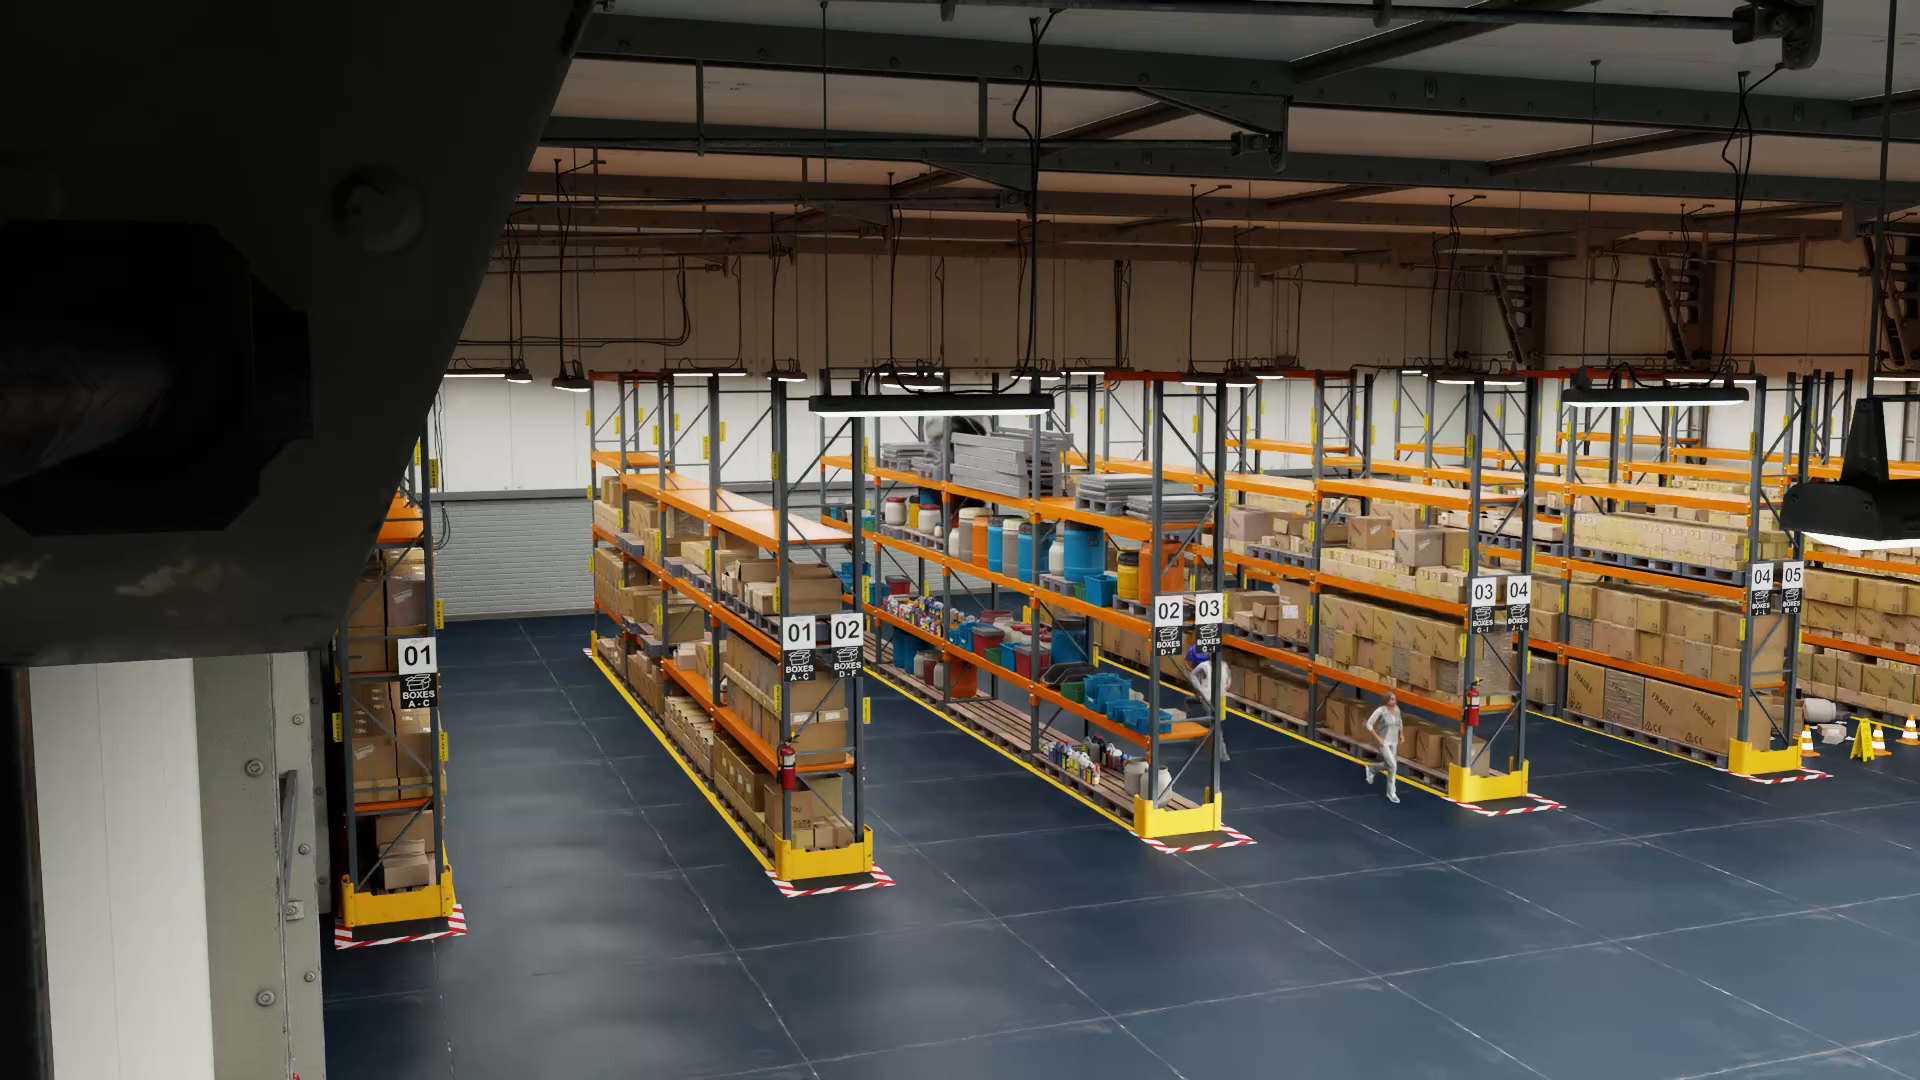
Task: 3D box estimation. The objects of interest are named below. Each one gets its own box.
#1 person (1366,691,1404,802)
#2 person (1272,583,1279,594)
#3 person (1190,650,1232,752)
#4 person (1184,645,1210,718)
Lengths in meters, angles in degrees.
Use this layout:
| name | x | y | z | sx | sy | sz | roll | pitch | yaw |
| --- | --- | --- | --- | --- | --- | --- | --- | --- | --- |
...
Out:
| name | x | y | z | sx | sy | sz | roll | pitch | yaw |
| --- | --- | --- | --- | --- | --- | --- | --- | --- | --- |
| person | 6.061 | 2.920 | 23.838 | 0.565 | 1.559 | 0.755 | -3 | 7 | -26 |
| person | 7.873 | 0.880 | 41.055 | 0.677 | 1.827 | 0.720 | -4 | 7 | -32 |
| person | 3.987 | 2.451 | 26.395 | 0.623 | 1.664 | 0.970 | -4 | 8 | -32 |
| person | 4.122 | 2.459 | 28.617 | 0.544 | 1.412 | 0.578 | -3 | 7 | -23 |
